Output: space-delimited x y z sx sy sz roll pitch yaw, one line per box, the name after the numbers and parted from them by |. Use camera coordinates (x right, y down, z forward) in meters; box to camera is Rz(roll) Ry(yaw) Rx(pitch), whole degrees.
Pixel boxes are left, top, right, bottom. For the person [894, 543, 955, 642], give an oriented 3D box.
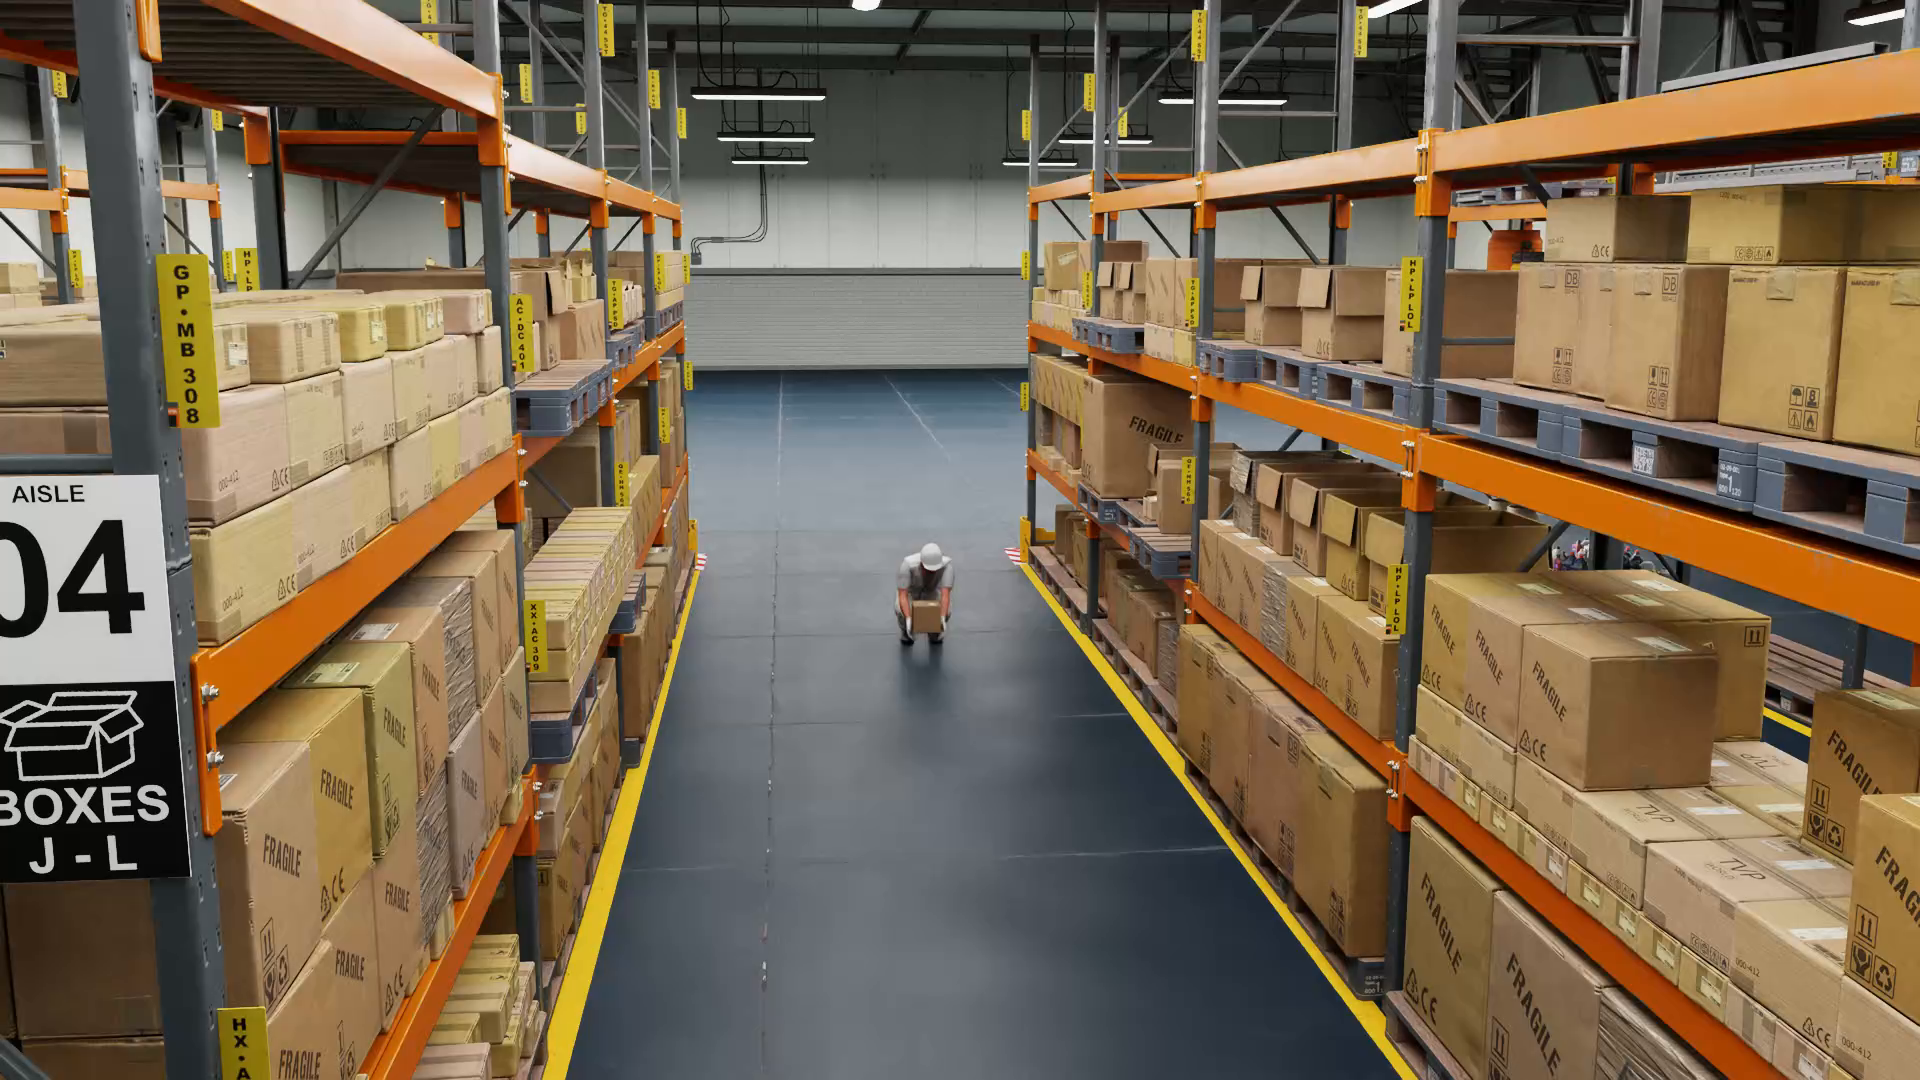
-0.334 0.479 15.432 0.555 0.990 0.877 -1 10 -6 | person
